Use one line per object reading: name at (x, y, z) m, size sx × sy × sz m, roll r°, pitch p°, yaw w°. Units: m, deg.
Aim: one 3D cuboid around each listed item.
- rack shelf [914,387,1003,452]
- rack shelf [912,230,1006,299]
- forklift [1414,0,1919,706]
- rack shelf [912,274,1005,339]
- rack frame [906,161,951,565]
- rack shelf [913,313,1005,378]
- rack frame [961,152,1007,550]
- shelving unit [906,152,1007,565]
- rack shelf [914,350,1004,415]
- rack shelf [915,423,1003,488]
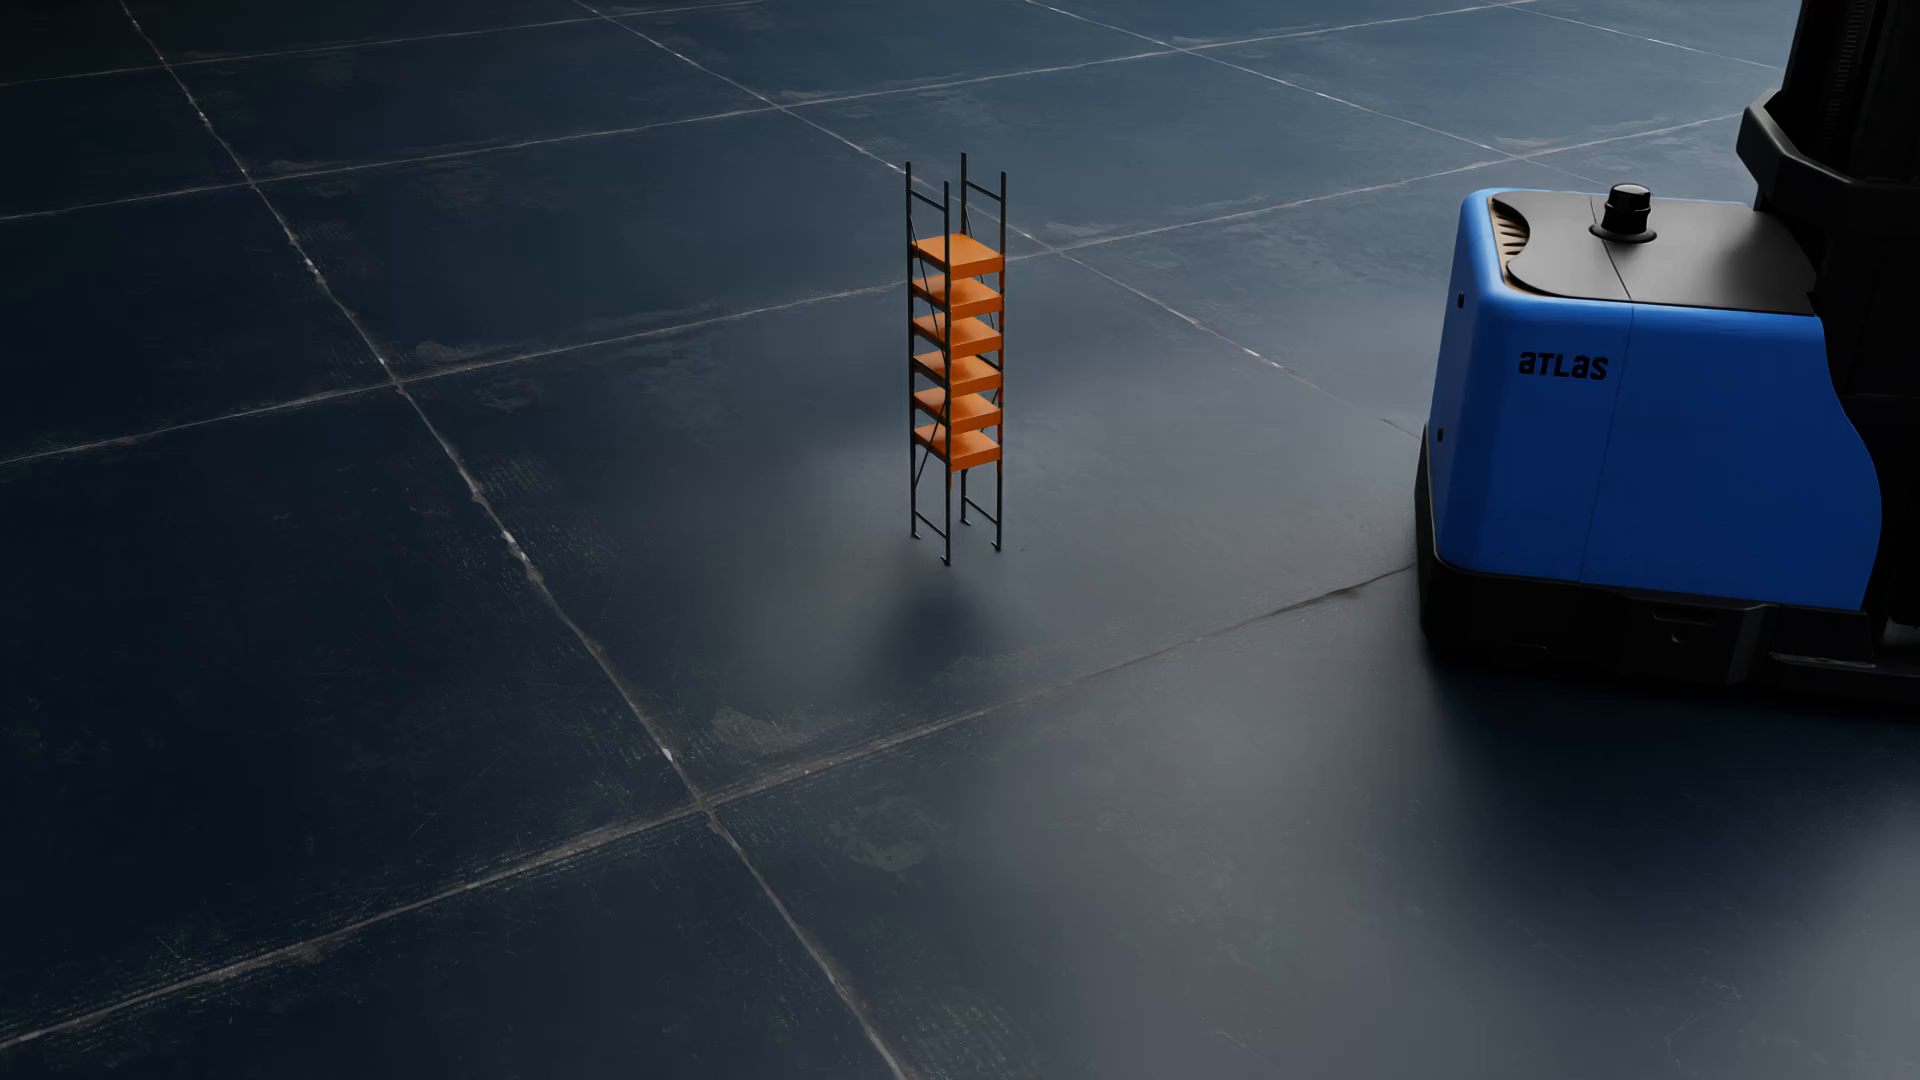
rack shelf at (-0.012, -0.378, 5.033) m, size 0.180 × 0.103 × 0.258 m, roll -16°, pitch 33°, yaw -26°
rack shelf at (-0.012, -0.798, 4.801) m, size 0.180 × 0.103 × 0.258 m, roll -16°, pitch 33°, yaw -26°
forklift at (2.863, -1.023, 4.069) m, size 3.031 × 2.935 × 1.130 m, roll 6°, pitch 29°, yaw 11°
rack shelf at (-0.012, -0.693, 4.859) m, size 0.180 × 0.103 × 0.258 m, roll -16°, pitch 33°, yaw -26°
rack frame at (-0.091, -0.499, 4.913) m, size 0.006 × 1.200 × 0.240 m, roll -16°, pitch 33°, yaw -26°
rack shelf at (-0.012, -0.588, 4.917) m, size 0.180 × 0.103 × 0.258 m, roll -16°, pitch 33°, yaw -26°
rack frame at (0.066, -0.544, 4.994) m, size 0.006 × 1.200 × 0.240 m, roll -16°, pitch 33°, yaw -26°
shelving unit at (-0.012, -0.522, 4.954) m, size 0.189 × 1.200 × 0.258 m, roll -16°, pitch 33°, yaw -26°
rack shelf at (-0.012, -0.483, 4.975) m, size 0.180 × 0.103 × 0.258 m, roll -16°, pitch 33°, yaw -26°
rack shelf at (-0.012, -0.273, 5.091) m, size 0.180 × 0.103 × 0.258 m, roll -16°, pitch 33°, yaw -26°
